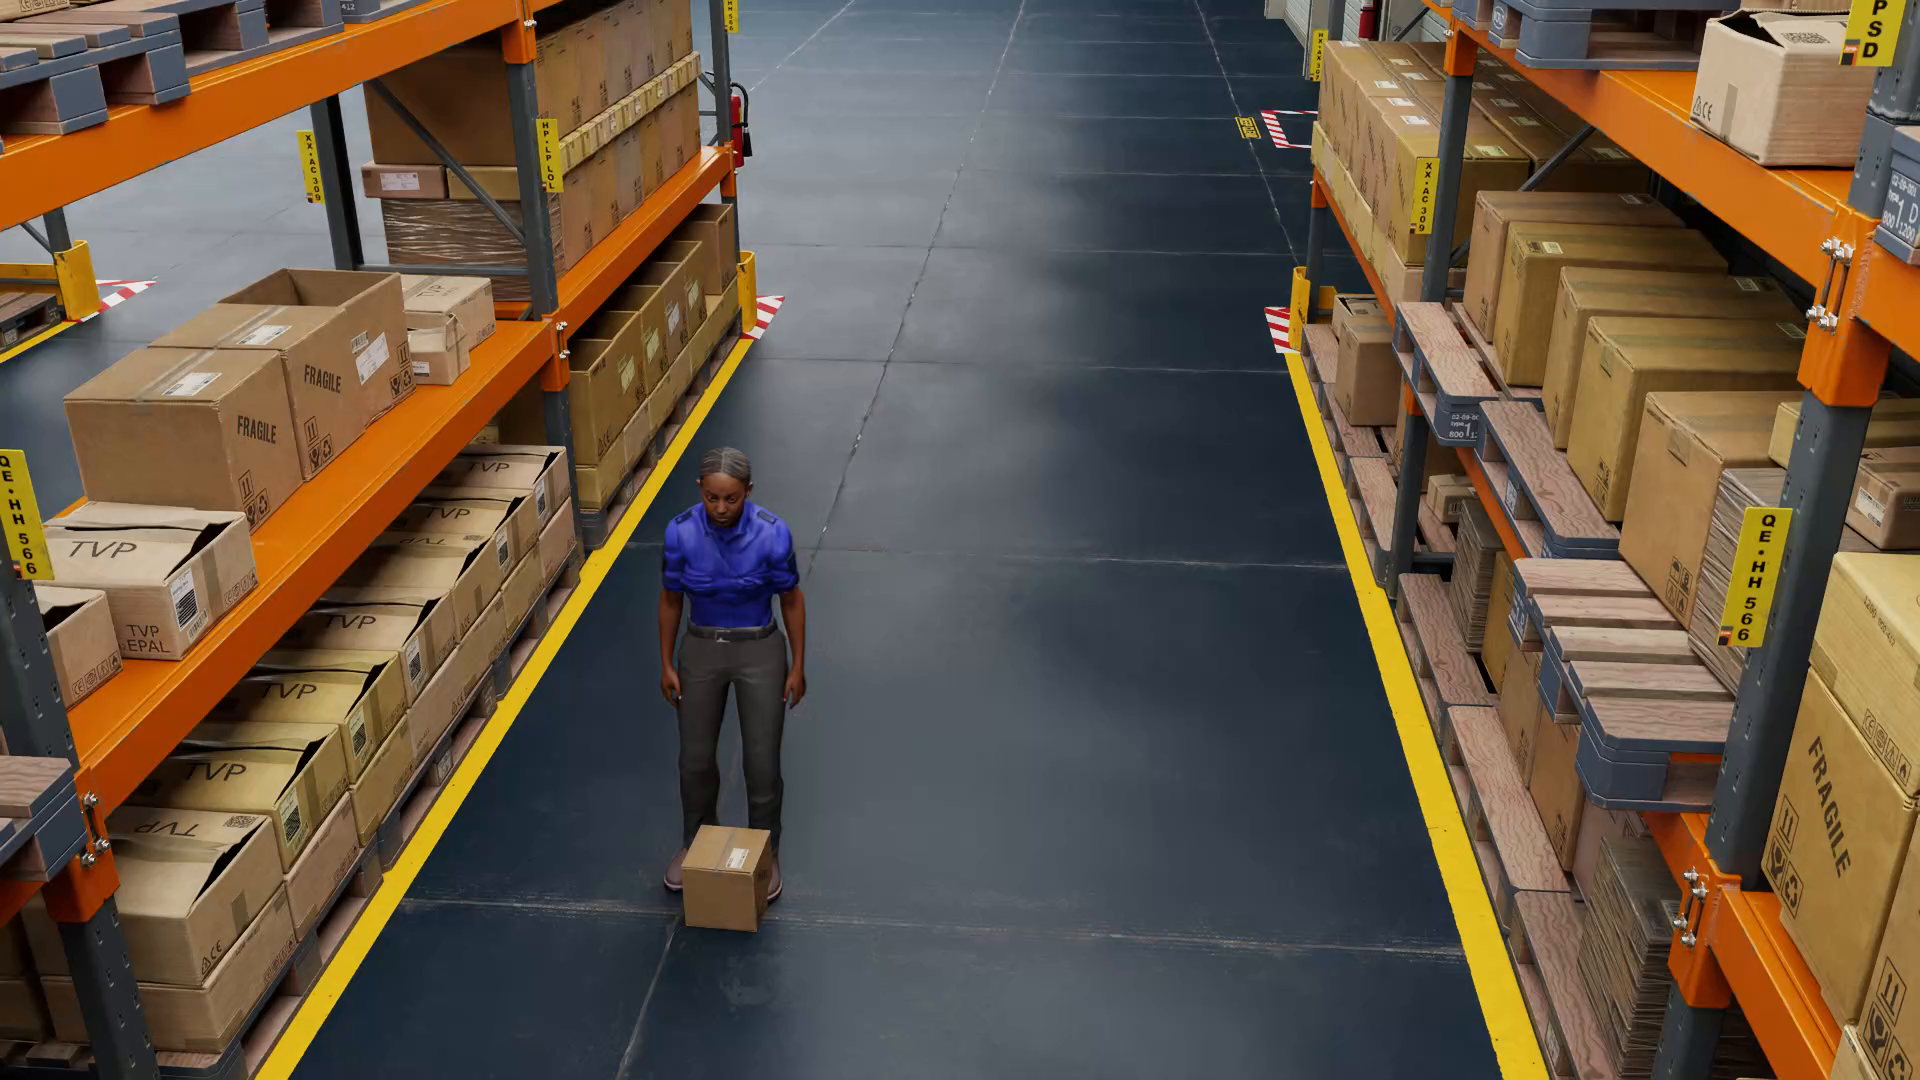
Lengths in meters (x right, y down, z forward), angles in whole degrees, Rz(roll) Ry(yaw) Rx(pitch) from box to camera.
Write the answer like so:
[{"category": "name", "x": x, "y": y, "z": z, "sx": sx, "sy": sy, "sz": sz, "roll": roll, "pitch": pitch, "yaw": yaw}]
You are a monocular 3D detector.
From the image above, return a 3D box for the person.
[{"category": "person", "x": -0.788, "y": 0.443, "z": 5.648, "sx": 0.531, "sy": 1.654, "sz": 0.402, "roll": 0, "pitch": 25, "yaw": 1}]
